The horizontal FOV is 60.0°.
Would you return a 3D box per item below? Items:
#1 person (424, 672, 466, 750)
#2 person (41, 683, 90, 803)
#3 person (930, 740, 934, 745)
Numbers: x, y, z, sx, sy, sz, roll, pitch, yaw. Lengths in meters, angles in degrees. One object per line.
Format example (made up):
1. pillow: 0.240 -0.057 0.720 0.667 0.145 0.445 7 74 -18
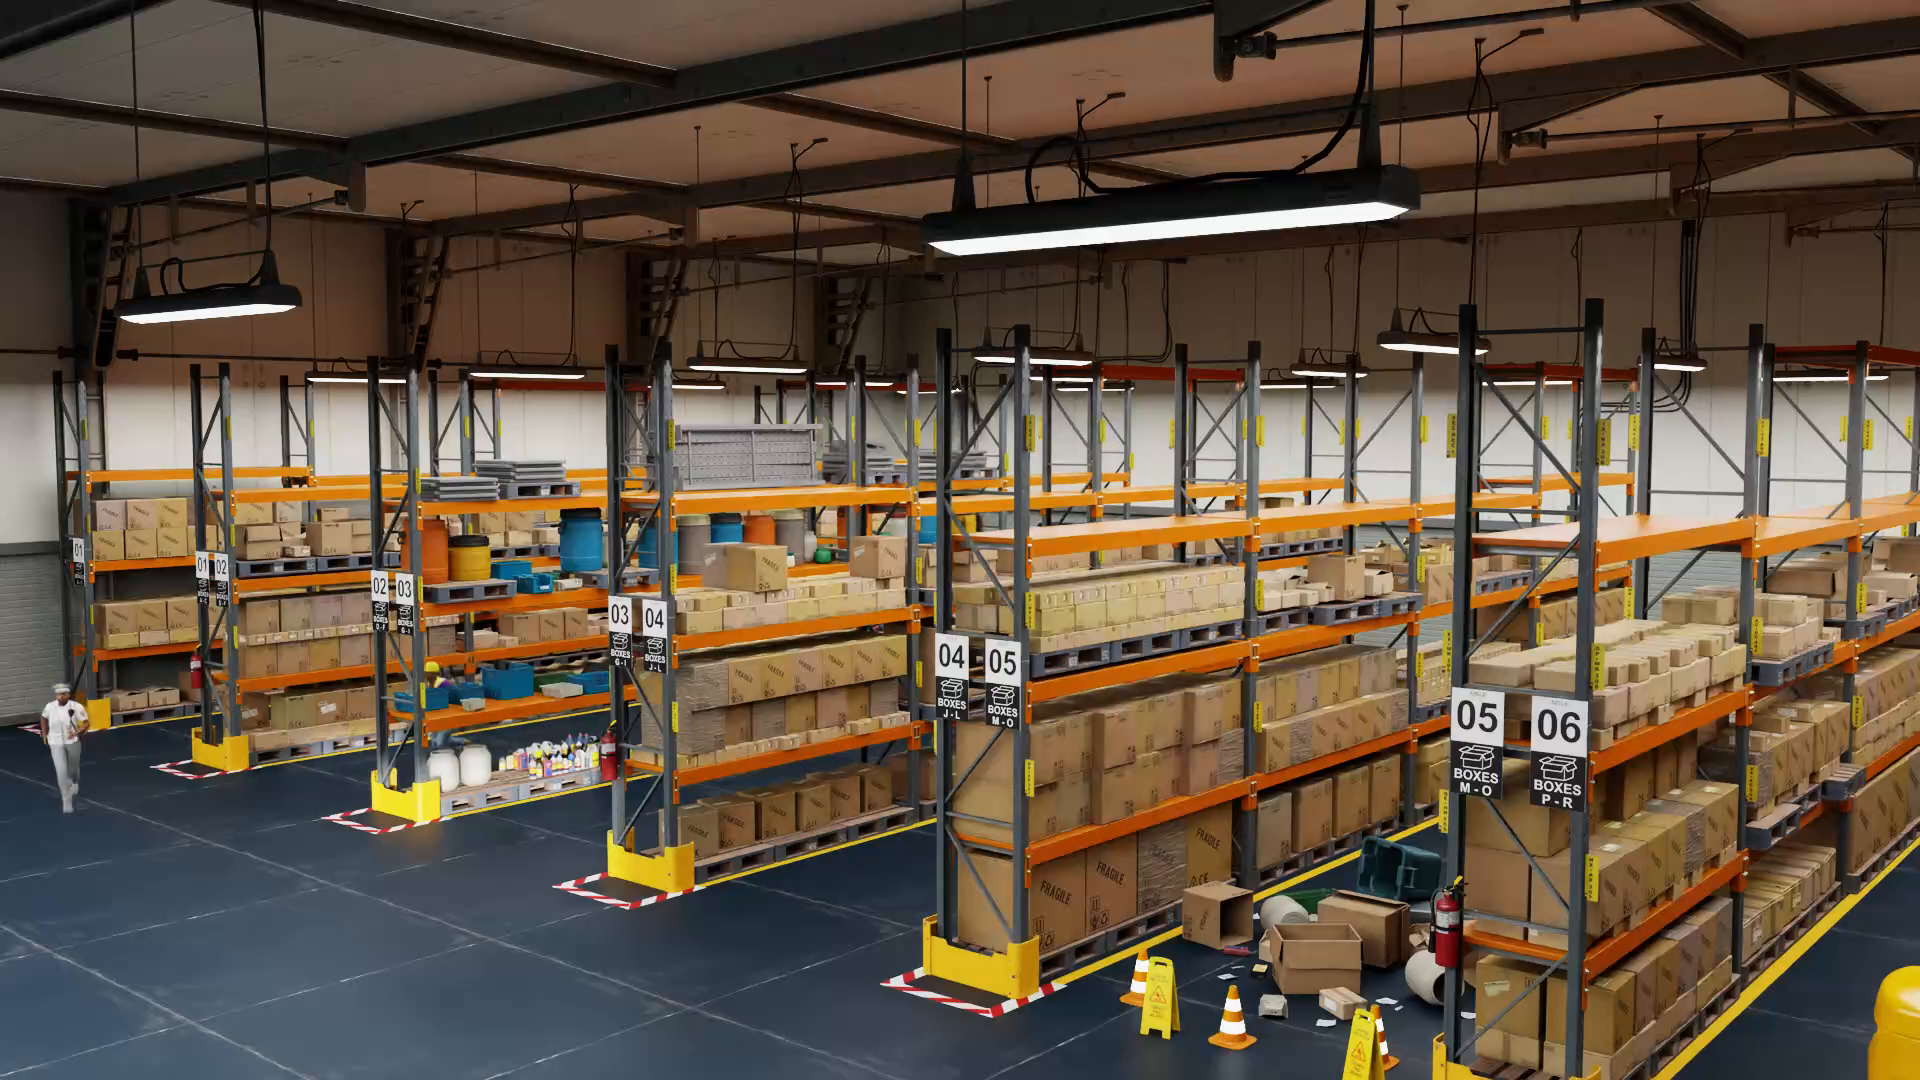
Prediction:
1. person: -7.501 2.573 24.218 0.693 1.577 0.687 4 5 40
2. person: -11.952 2.671 22.237 0.600 1.588 0.801 -2 4 -22
3. person: -0.328 2.425 26.694 0.698 1.691 0.695 2 5 28
